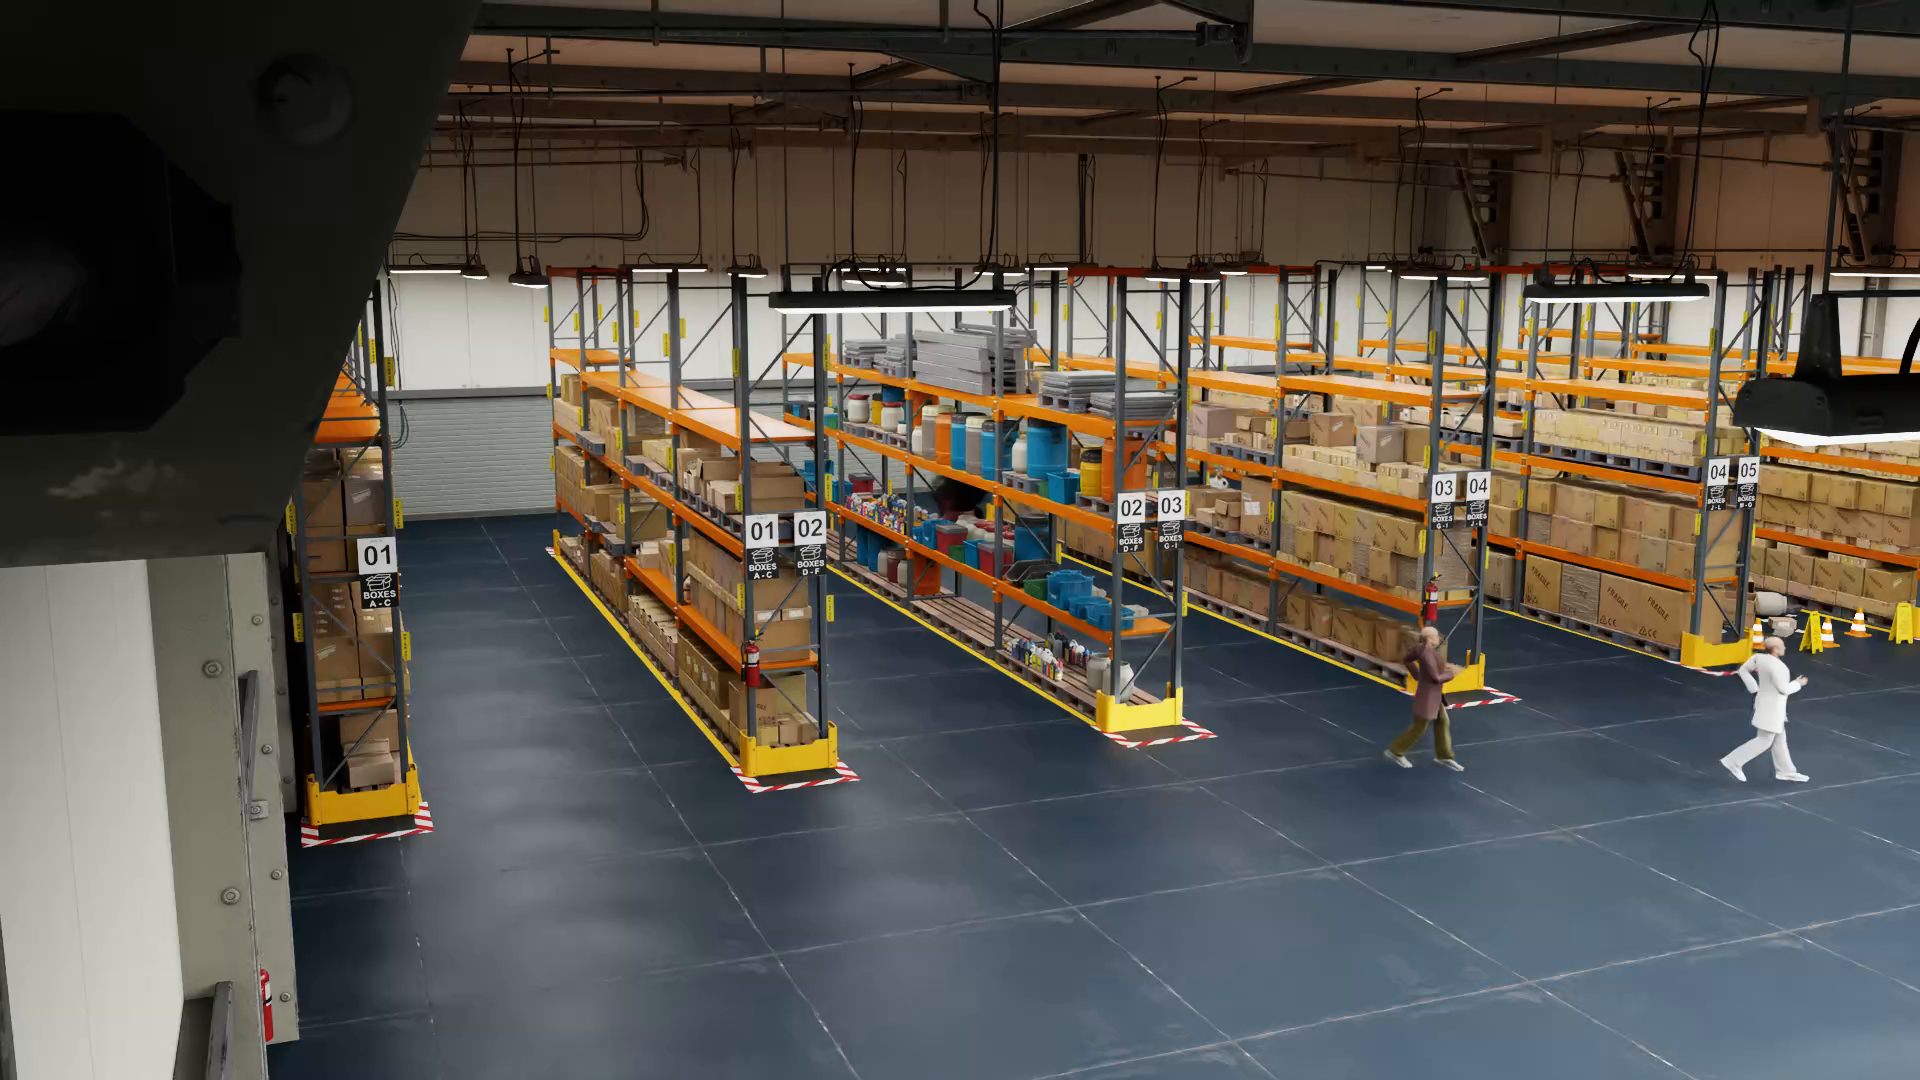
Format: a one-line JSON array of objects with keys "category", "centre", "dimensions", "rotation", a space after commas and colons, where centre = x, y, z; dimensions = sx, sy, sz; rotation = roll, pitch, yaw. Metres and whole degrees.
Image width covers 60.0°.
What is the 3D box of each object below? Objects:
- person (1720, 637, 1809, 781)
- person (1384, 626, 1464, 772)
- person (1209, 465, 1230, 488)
[{"category": "person", "centre": [9.606, 2.009, 19.742], "dimensions": [1.055, 1.758, 0.711], "rotation": [1, 10, 6]}, {"category": "person", "centre": [5.697, 1.942, 20.283], "dimensions": [0.975, 1.815, 0.687], "rotation": [2, 10, 12]}, {"category": "person", "centre": [5.647, -0.793, 36.327], "dimensions": [0.610, 1.693, 0.710], "rotation": [-4, 11, -23]}]
